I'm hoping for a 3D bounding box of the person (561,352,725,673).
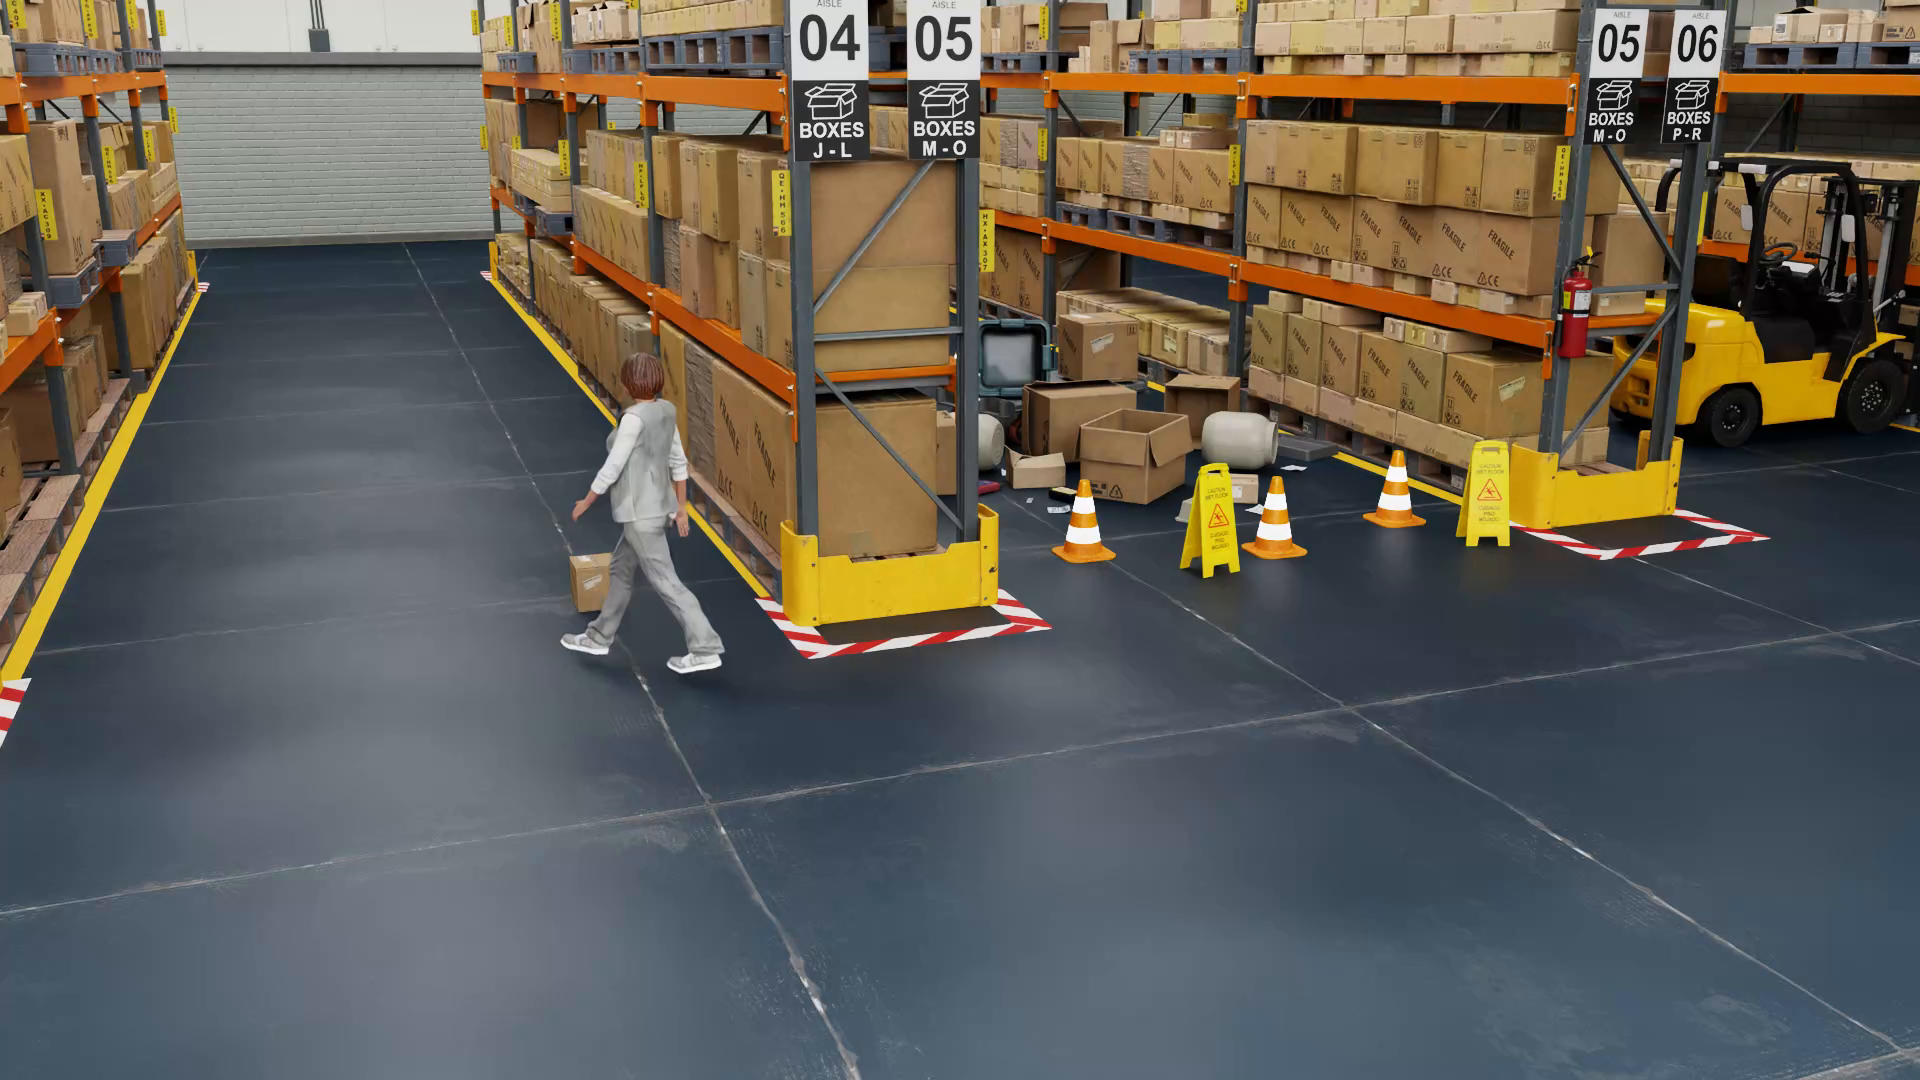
[{"bbox_3d":[-1.576,-0.144,8.007,0.928,1.540,0.417,4,16,14],"label":"person"}]
